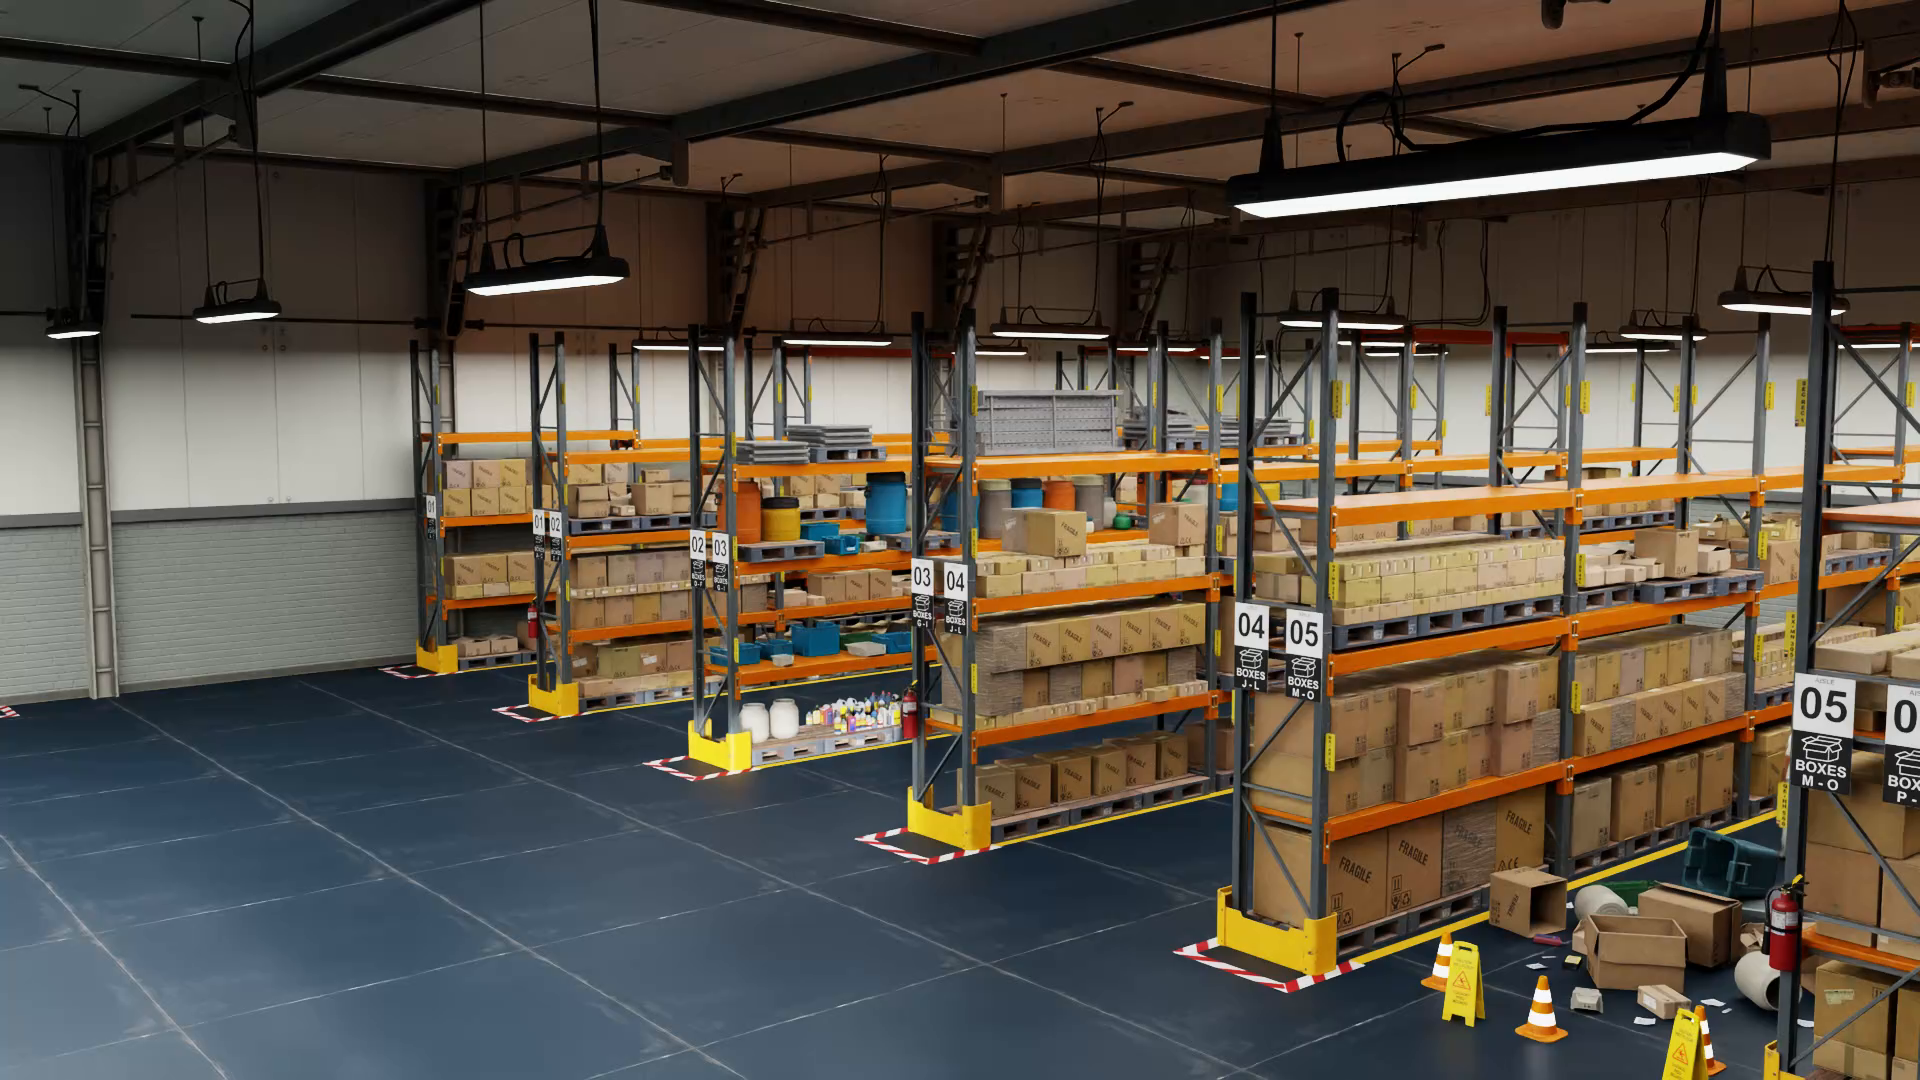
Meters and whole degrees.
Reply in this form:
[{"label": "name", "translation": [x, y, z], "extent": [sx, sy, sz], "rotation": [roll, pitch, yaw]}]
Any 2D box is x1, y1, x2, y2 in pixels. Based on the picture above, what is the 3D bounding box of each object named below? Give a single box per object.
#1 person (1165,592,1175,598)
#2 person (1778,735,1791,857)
[{"label": "person", "translation": [4.071, 1.307, 32.927], "extent": [1.043, 1.587, 0.488], "rotation": [-4, 7, -40]}, {"label": "person", "translation": [9.226, 2.686, 18.128], "extent": [0.526, 1.711, 0.424], "rotation": [3, 6, 27]}]
